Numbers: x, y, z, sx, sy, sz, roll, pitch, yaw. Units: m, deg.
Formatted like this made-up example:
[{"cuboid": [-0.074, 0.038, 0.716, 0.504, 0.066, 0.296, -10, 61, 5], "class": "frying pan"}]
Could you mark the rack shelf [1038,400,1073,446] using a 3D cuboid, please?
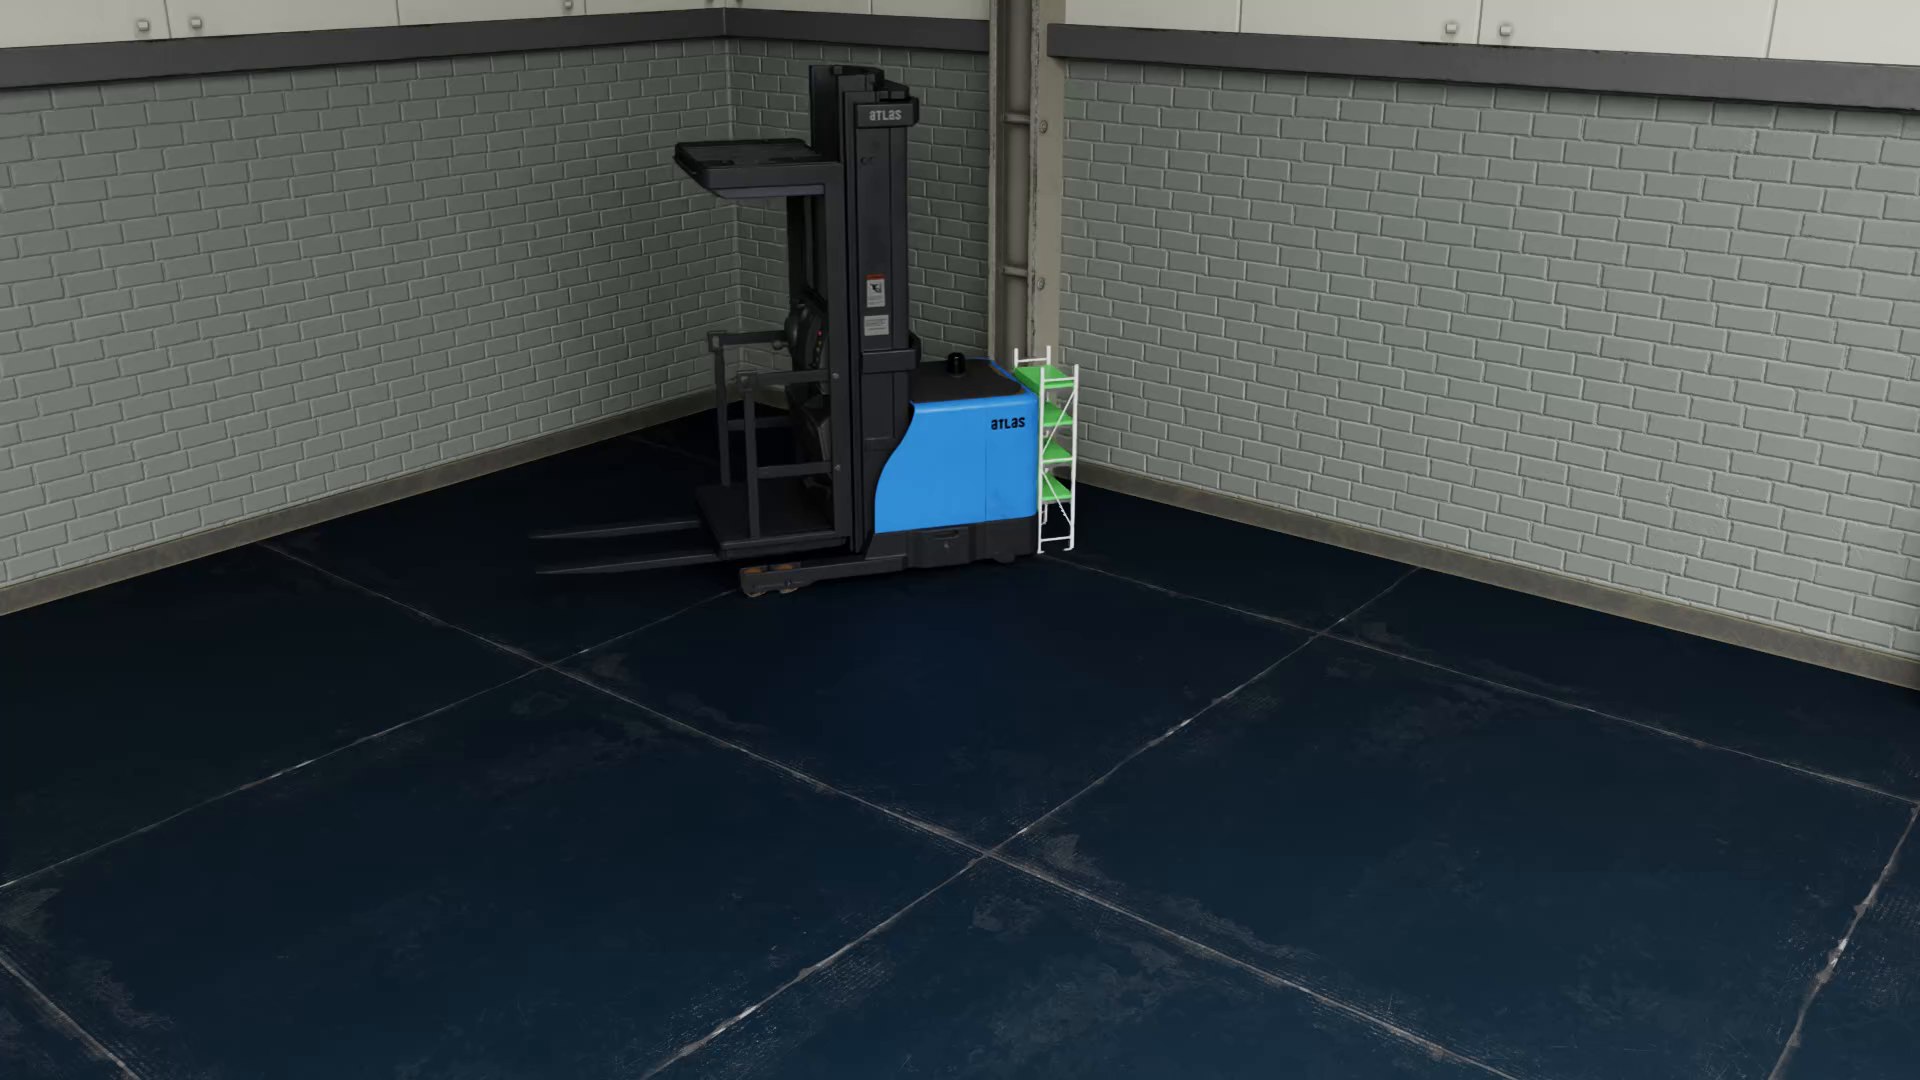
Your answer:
[{"cuboid": [0.529, -0.739, 10.428, 0.258, 0.148, 0.480, -6, 22, -16], "class": "rack shelf"}]

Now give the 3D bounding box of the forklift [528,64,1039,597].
[{"cuboid": [-1.090, -1.245, 9.815, 3.031, 2.935, 1.130, -6, 22, -16], "class": "forklift"}]

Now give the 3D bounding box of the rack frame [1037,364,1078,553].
[{"cuboid": [0.601, -0.492, 10.272, 0.240, 1.200, 0.015, -6, 22, -16], "class": "rack frame"}]

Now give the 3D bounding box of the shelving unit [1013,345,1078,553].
[{"cuboid": [0.529, -0.574, 10.490, 0.258, 1.200, 0.503, -6, 22, -16], "class": "shelving unit"}]

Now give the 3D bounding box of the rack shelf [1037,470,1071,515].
[{"cuboid": [0.529, -0.290, 10.597, 0.258, 0.148, 0.480, -6, 22, -16], "class": "rack shelf"}]

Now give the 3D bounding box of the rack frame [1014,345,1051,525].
[{"cuboid": [0.457, -0.656, 10.708, 0.240, 1.200, 0.015, -6, 22, -16], "class": "rack frame"}]

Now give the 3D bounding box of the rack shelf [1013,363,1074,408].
[{"cuboid": [0.529, -0.963, 10.343, 0.258, 0.148, 0.480, -6, 22, -16], "class": "rack shelf"}]

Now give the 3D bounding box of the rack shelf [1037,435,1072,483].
[{"cuboid": [0.529, -0.514, 10.512, 0.258, 0.148, 0.480, -6, 22, -16], "class": "rack shelf"}]

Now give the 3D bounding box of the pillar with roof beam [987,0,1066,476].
[{"cuboid": [-2.284, -3.504, 7.206, 0.400, 9.000, 9.100, 16, 26, 36], "class": "pillar with roof beam"}]
